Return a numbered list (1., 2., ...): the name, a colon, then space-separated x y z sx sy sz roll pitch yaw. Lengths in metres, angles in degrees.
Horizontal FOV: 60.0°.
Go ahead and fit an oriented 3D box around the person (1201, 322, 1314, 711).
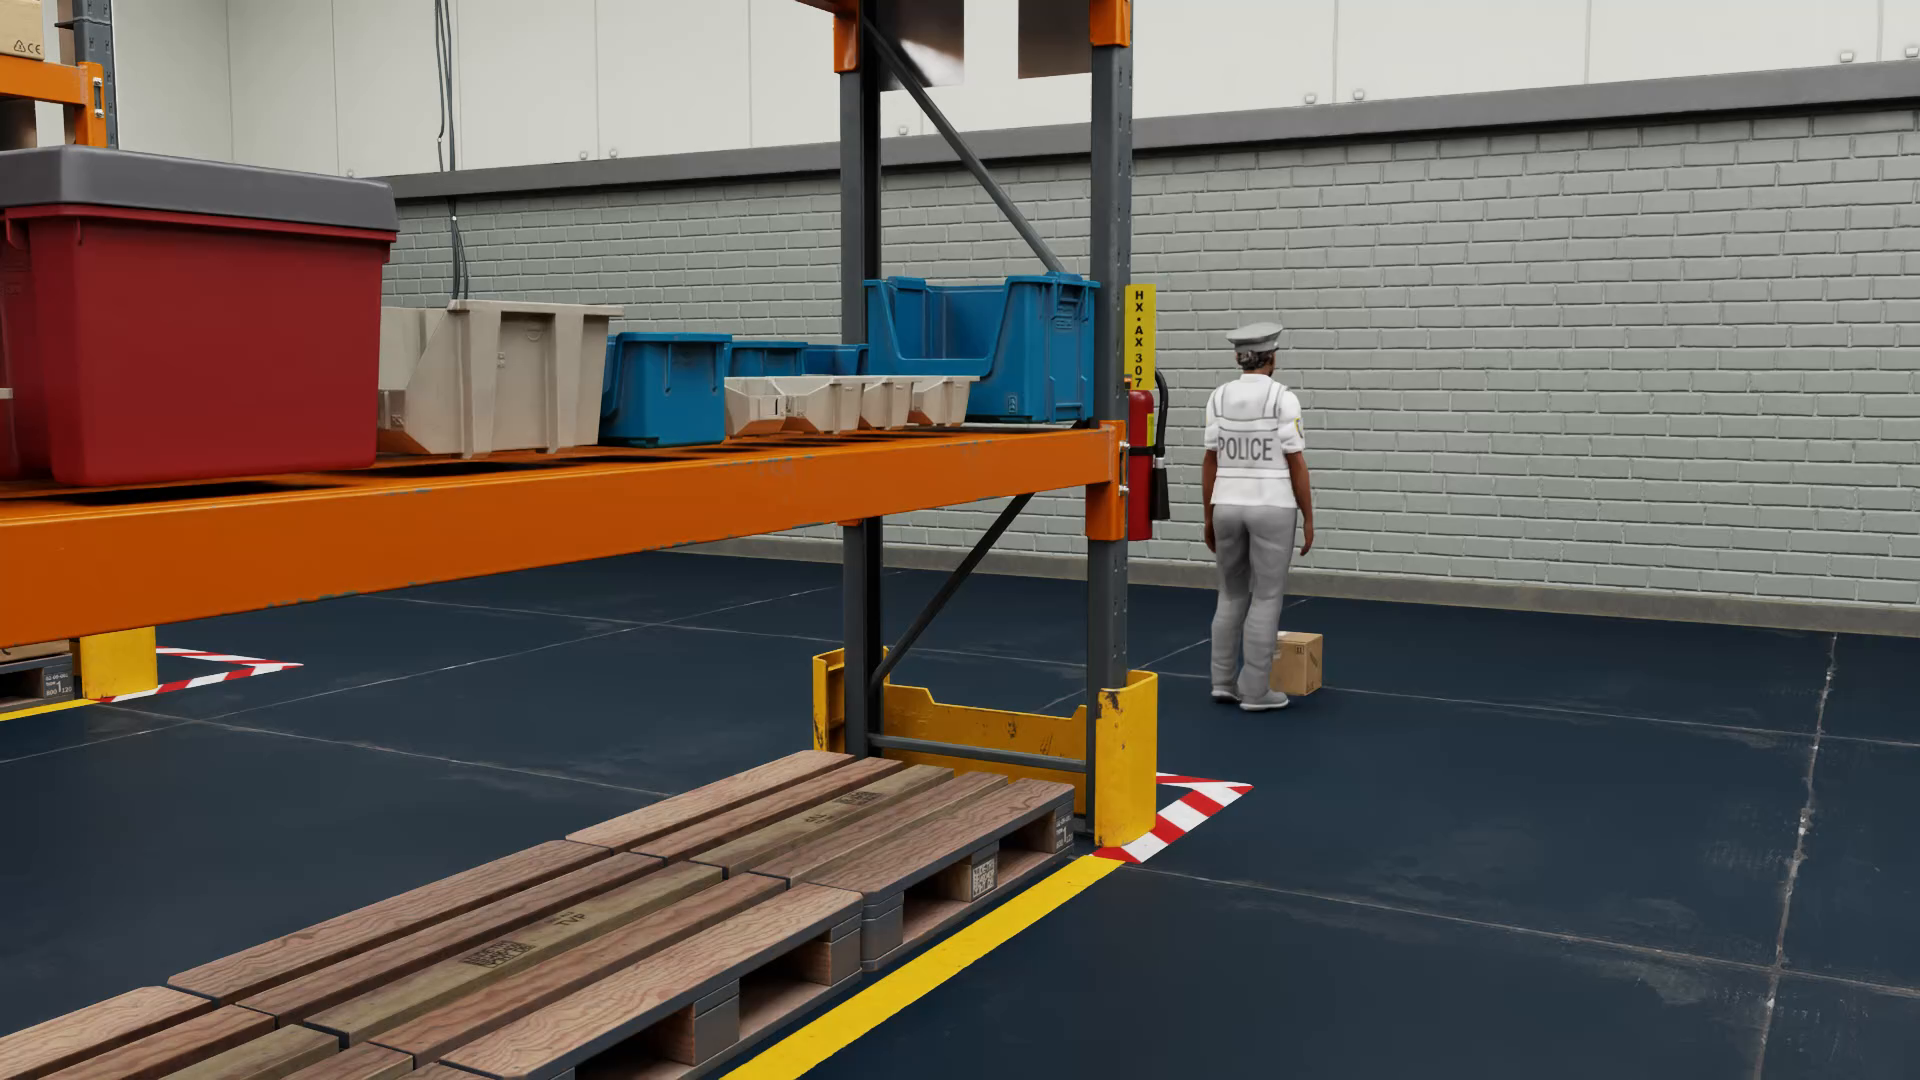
1. person: 1.313 -0.086 7.229 0.496 1.714 0.442 5 8 37
